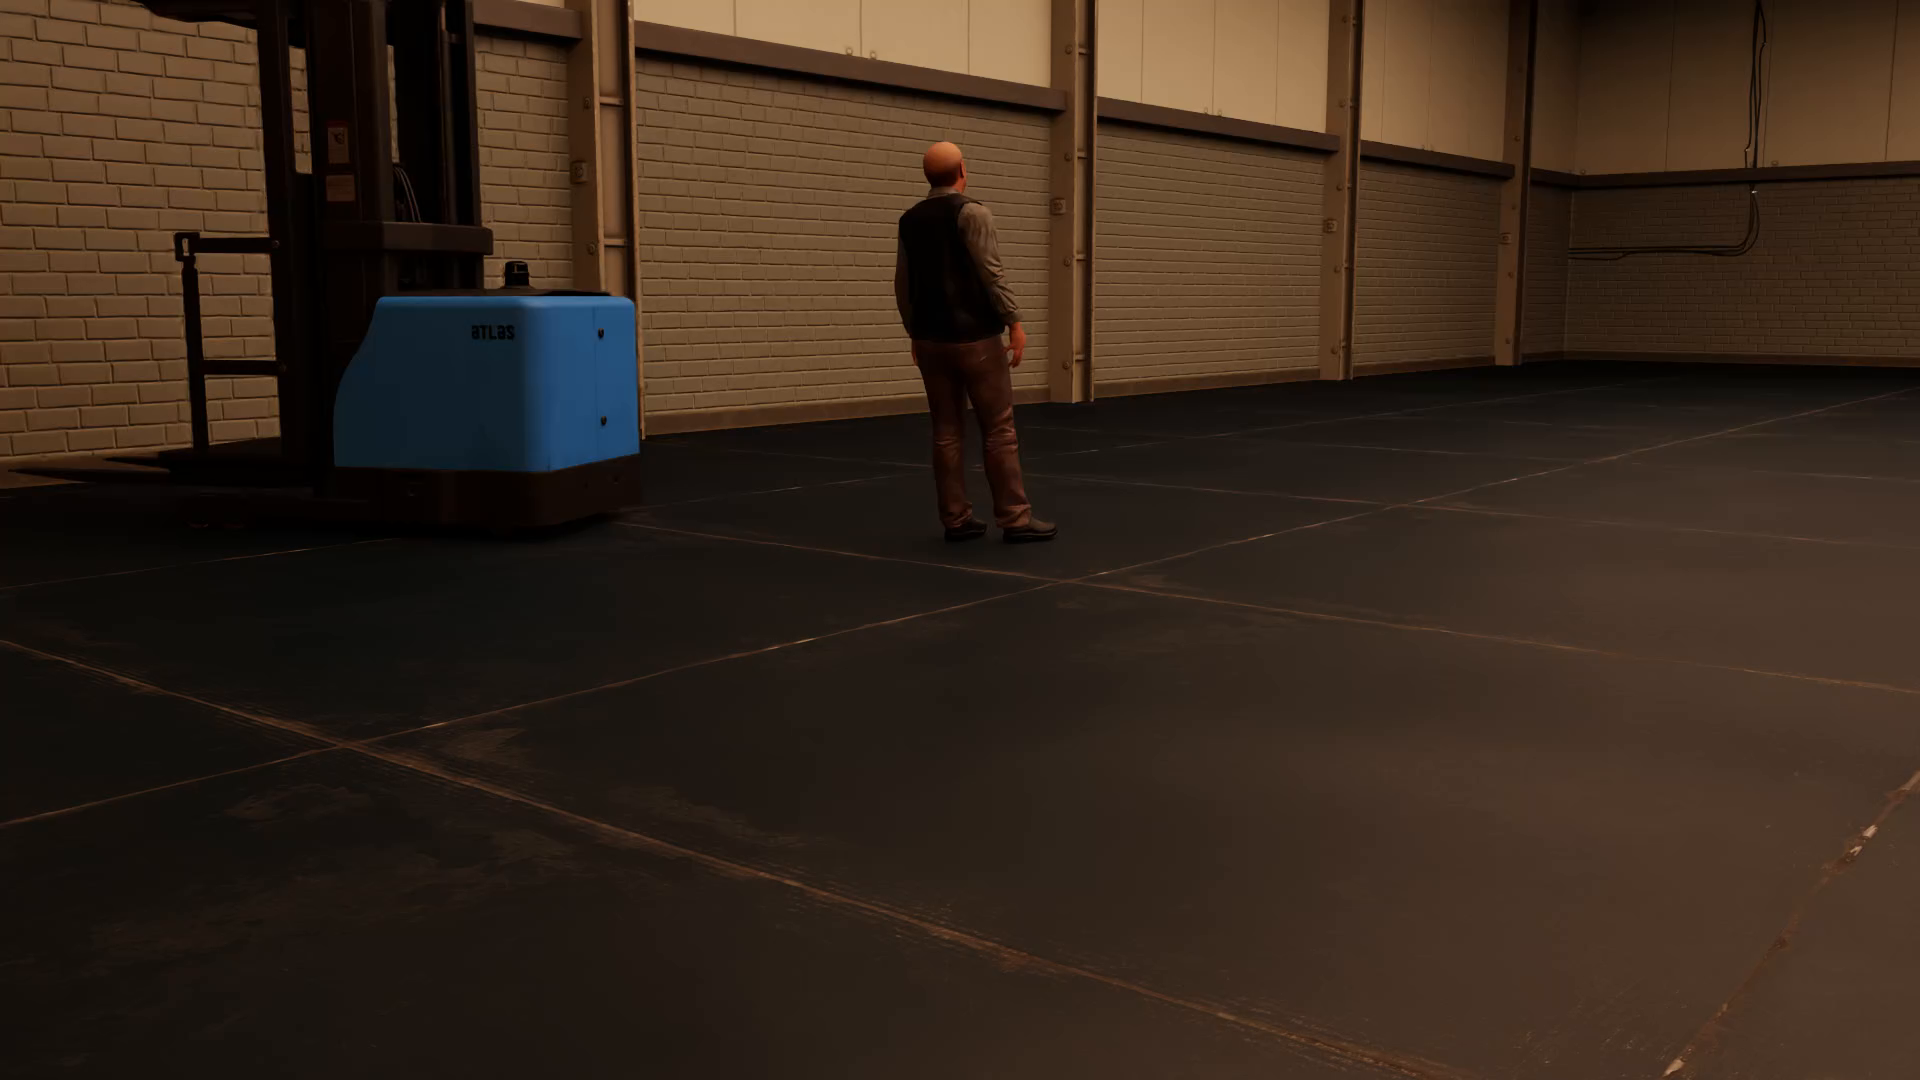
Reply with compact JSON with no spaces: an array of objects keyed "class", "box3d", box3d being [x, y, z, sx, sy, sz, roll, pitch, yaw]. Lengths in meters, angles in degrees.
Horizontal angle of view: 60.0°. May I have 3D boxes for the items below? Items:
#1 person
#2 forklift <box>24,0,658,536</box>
[{"class":"person","box3d":[0.045,-0.866,7.323,0.634,1.723,0.566,7,11,38]},{"class":"forklift","box3d":[-3.066,-1.561,7.947,3.031,2.935,1.130,2,9,15]}]
